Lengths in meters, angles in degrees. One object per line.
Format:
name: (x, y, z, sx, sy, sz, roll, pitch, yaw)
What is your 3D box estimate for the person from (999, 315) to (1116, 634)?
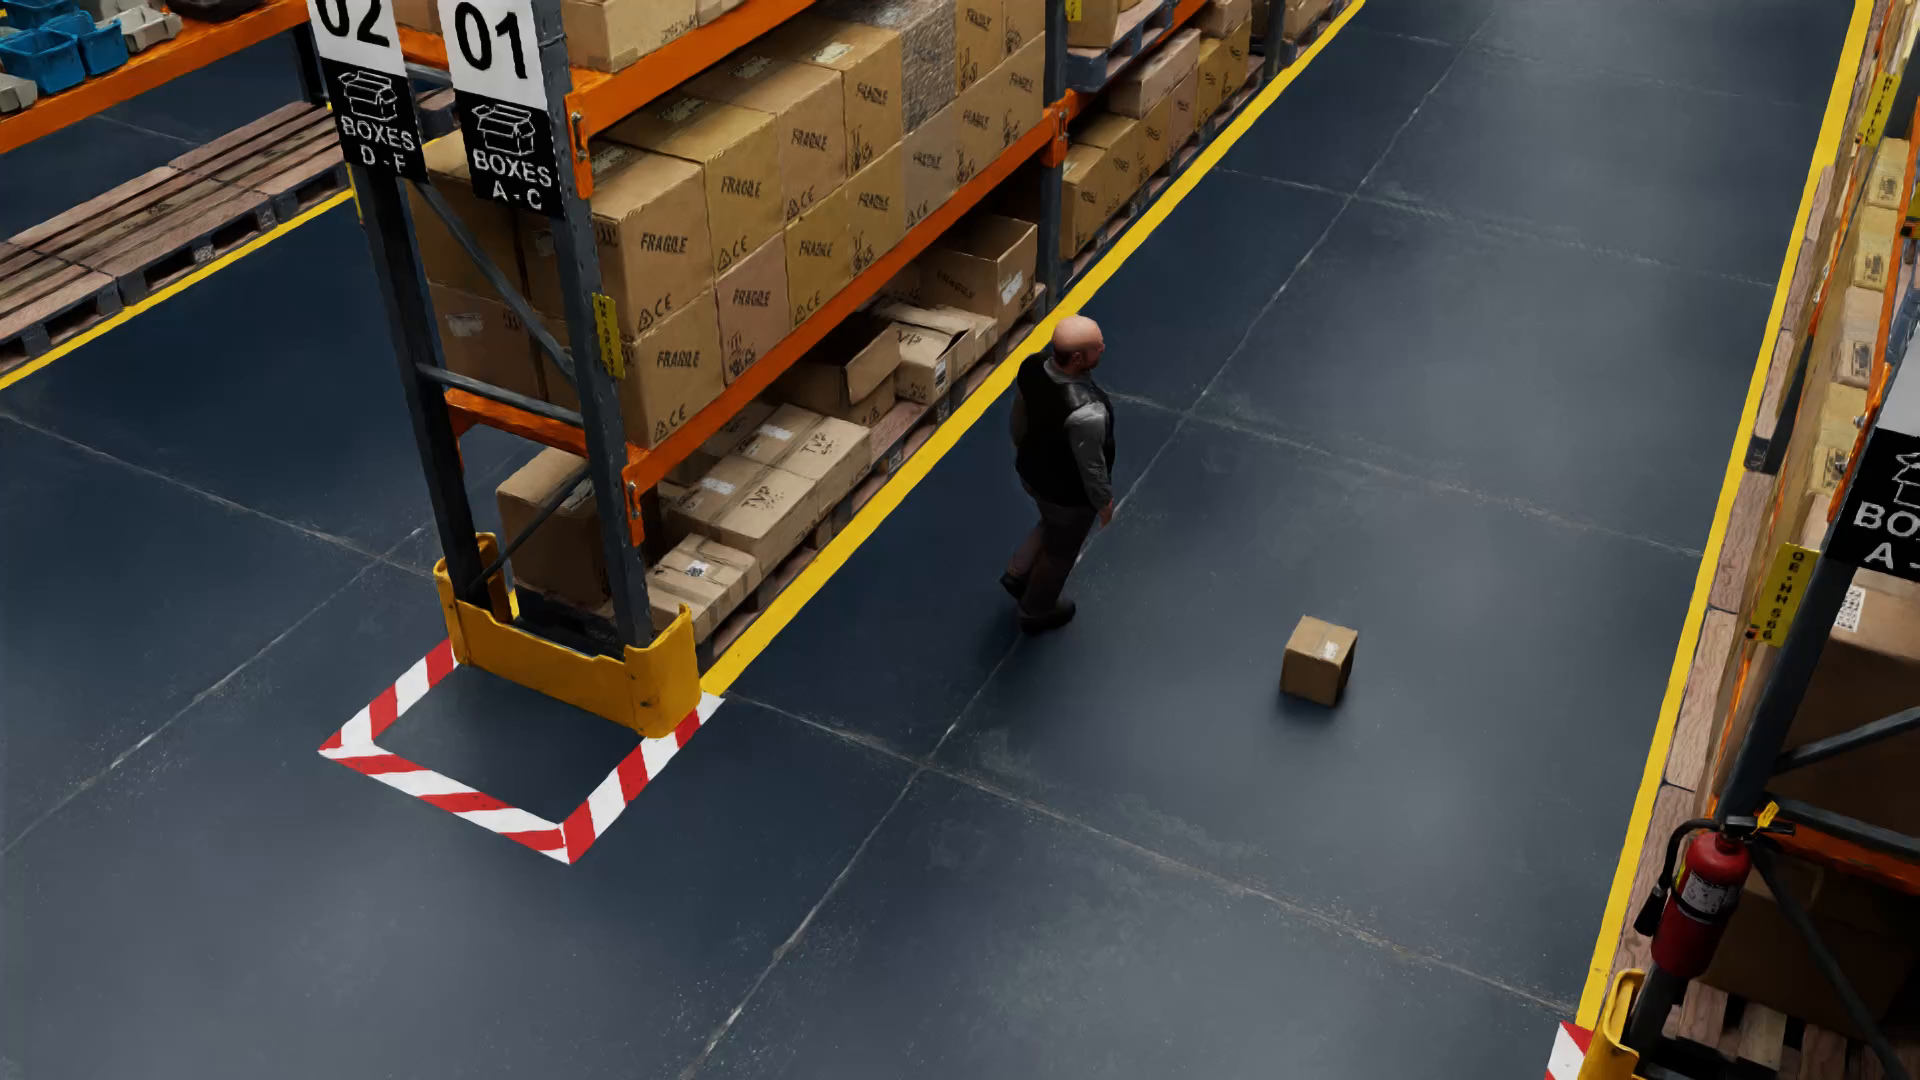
person: (0.476, -0.264, 7.092, 0.452, 1.704, 0.623, -19, 42, -23)
